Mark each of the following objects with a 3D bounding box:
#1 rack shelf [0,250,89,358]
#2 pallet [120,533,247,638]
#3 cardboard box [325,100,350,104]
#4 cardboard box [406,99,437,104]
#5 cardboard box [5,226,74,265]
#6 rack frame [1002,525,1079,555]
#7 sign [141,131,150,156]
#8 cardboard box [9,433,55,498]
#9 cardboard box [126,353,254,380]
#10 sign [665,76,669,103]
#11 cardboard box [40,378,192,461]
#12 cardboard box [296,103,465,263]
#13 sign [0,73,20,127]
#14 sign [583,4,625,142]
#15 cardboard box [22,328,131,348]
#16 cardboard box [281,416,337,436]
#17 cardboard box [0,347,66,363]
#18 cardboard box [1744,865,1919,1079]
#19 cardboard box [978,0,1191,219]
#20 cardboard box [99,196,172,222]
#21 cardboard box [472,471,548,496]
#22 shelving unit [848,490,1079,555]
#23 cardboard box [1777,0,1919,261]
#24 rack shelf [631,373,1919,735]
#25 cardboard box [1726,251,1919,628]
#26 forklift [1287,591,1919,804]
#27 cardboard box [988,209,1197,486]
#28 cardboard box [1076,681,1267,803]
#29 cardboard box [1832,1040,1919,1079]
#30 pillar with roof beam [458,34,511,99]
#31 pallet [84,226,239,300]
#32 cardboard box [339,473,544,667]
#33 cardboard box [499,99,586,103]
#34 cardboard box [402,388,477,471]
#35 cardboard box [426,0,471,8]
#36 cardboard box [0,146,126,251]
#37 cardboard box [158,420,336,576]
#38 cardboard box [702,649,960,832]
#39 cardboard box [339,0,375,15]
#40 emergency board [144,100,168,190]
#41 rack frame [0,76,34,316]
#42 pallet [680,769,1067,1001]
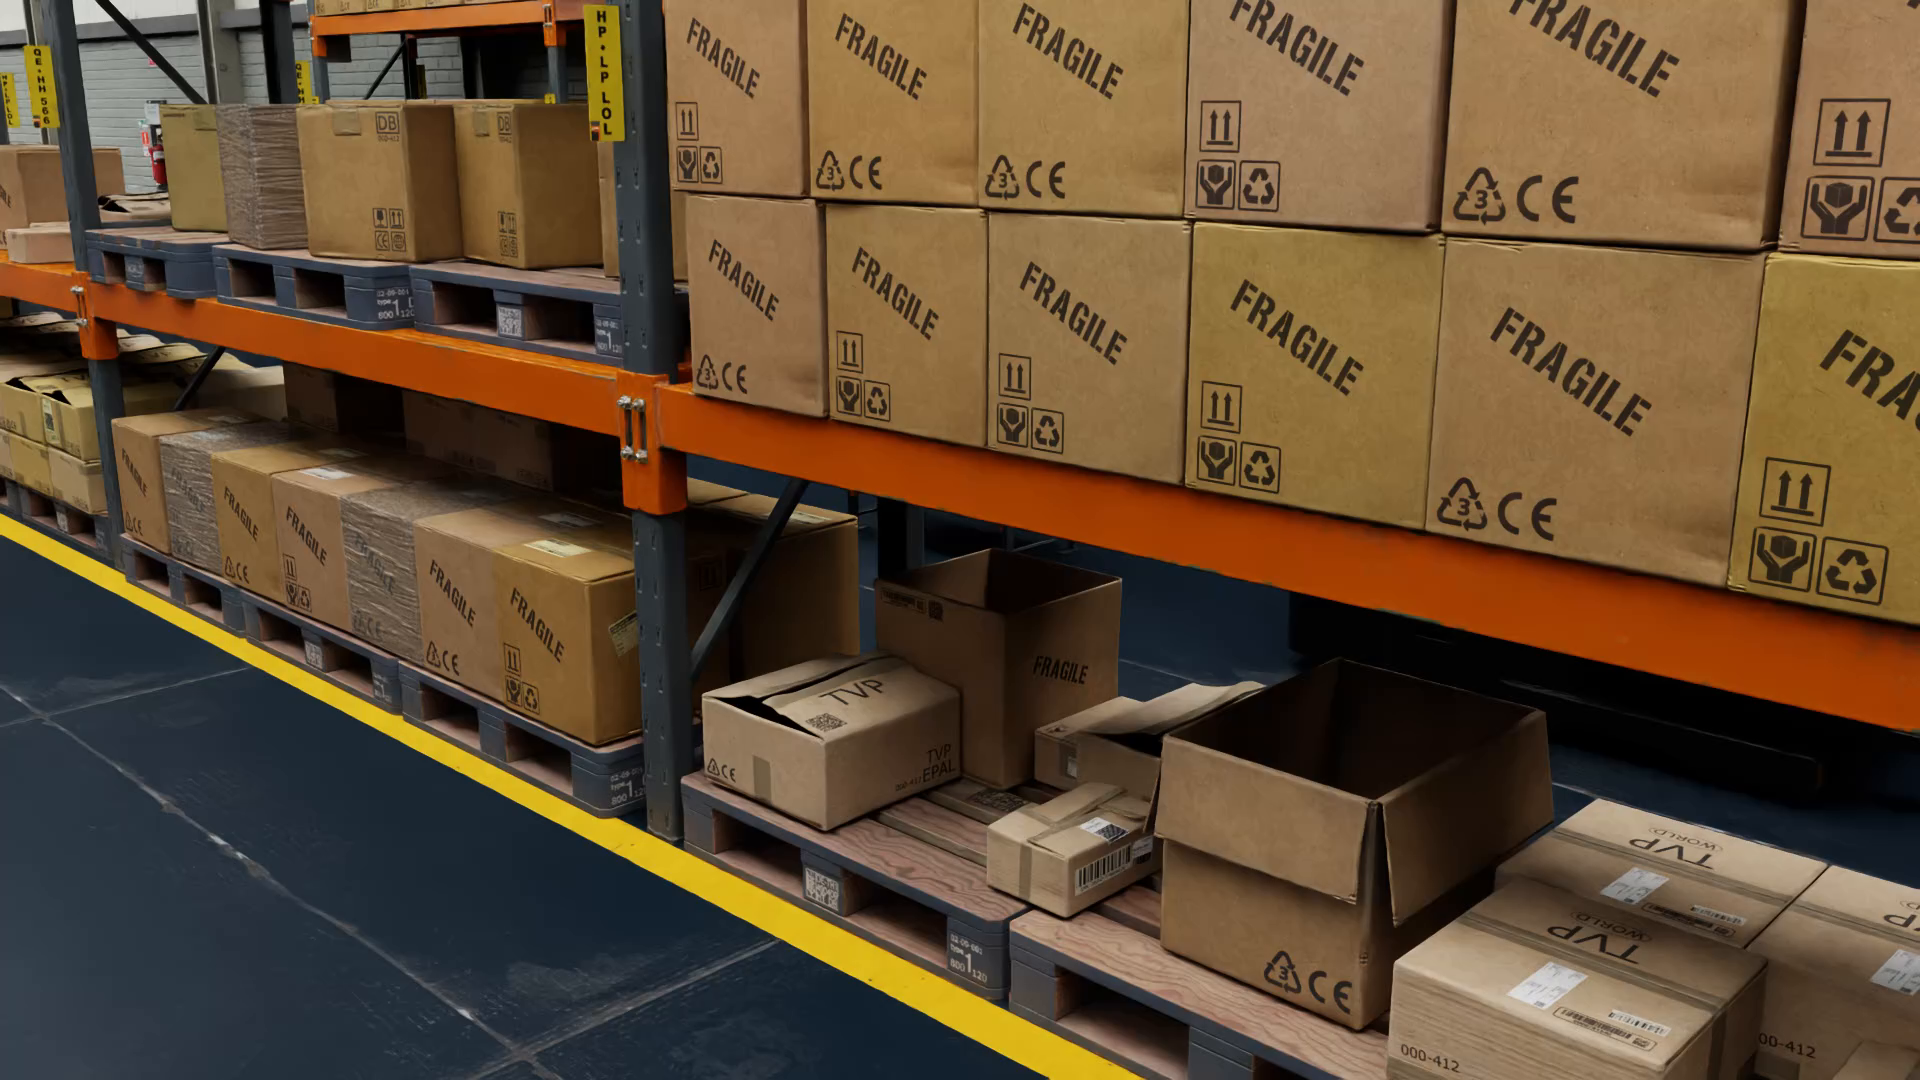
[{"bbox_3d":[-4.819,-1.400,8.783,4.000,0.370,1.077,14,20,42],"label":"rack shelf"},{"bbox_3d":[-2.868,0.089,7.172,1.213,0.211,1.003,14,20,42],"label":"pallet"},{"bbox_3d":[-5.567,-3.860,15.567,0.500,0.500,0.500,14,20,42],"label":"cardboard box"},{"bbox_3d":[-4.471,-3.592,14.538,0.500,0.500,0.500,-14,20,-42],"label":"cardboard box"},{"bbox_3d":[-4.218,-1.384,7.792,0.250,0.149,0.380,14,20,42],"label":"cardboard box"},{"bbox_3d":[0.371,-0.454,7.444,0.032,1.125,0.500,14,20,42],"label":"rack frame"},{"bbox_3d":[-10.996,-5.355,22.463,0.234,0.329,0.001,14,20,42],"label":"sign"},{"bbox_3d":[-4.301,-0.408,8.169,0.500,0.250,0.500,13,20,42],"label":"cardboard box"},{"bbox_3d":[-3.936,-0.777,8.475,0.500,0.311,0.500,13,19,41],"label":"cardboard box"},{"bbox_3d":[-2.440,-3.660,13.732,0.005,0.325,0.100,14,20,42],"label":"sign"},{"bbox_3d":[-3.927,-0.589,7.752,0.500,0.311,0.500,-14,20,-43],"label":"cardboard box"},{"bbox_3d":[-1.814,-1.248,5.740,0.500,0.500,0.700,8,17,28],"label":"cardboard box"},{"bbox_3d":[-5.889,-2.720,10.284,0.005,0.325,0.100,14,20,42],"label":"sign"},{"bbox_3d":[-0.882,-1.157,4.127,0.005,0.325,0.100,14,20,42],"label":"sign"},{"bbox_3d":[-5.032,-1.046,9.504,0.500,0.311,0.500,14,20,42],"label":"cardboard box"},{"bbox_3d":[-2.543,-0.280,7.144,0.500,0.500,0.500,-14,20,-42],"label":"cardboard box"},{"bbox_3d":[-5.026,-0.856,8.775,0.500,0.311,0.500,-14,20,-43],"label":"cardboard box"},{"bbox_3d":[1.826,0.886,3.165,0.500,0.250,0.500,14,20,42],"label":"cardboard box"},{"bbox_3d":[0.386,-0.916,3.319,0.500,0.500,0.500,13,19,41],"label":"cardboard box"},{"bbox_3d":[-3.611,-1.426,7.634,0.500,0.311,0.500,-13,19,-41],"label":"cardboard box"},{"bbox_3d":[-1.425,-0.010,6.108,0.500,0.500,0.500,14,20,43],"label":"cardboard box"},{"bbox_3d":[0.005,-0.543,7.786,1.048,1.125,0.538,14,20,42],"label":"shelving unit"},{"bbox_3d":[1.504,-0.646,2.283,0.500,0.500,0.500,-14,20,-43],"label":"cardboard box"},{"bbox_3d":[0.940,0.000,3.409,4.000,0.370,1.077,14,20,42],"label":"rack shelf"},{"bbox_3d":[1.493,-0.165,2.420,0.500,0.500,0.500,14,20,43],"label":"cardboard box"},{"bbox_3d":[2.619,-0.784,5.130,3.031,2.935,1.130,14,20,42],"label":"forklift"},{"bbox_3d":[0.408,-0.431,3.438,0.500,0.500,0.500,14,20,42],"label":"cardboard box"},{"bbox_3d":[0.647,0.570,4.257,0.500,0.311,0.500,14,20,42],"label":"cardboard box"},{"bbox_3d":[1.589,1.023,2.805,0.250,0.166,0.380,14,20,42],"label":"cardboard box"},{"bbox_3d":[-7.586,-5.854,12.552,0.400,9.000,9.100,14,20,42],"label":"pillar with roof beam"},{"bbox_3d":[-2.842,-1.199,6.966,1.003,0.211,1.213,14,20,42],"label":"pallet"},{"bbox_3d":[-1.764,0.089,5.728,0.500,0.500,0.500,14,20,43],"label":"cardboard box"},{"bbox_3d":[-3.378,-3.324,13.512,0.500,0.500,0.500,14,20,42],"label":"cardboard box"},{"bbox_3d":[-1.760,-0.456,6.330,0.500,0.250,0.500,13,20,41],"label":"cardboard box"},{"bbox_3d":[-4.138,-4.732,13.957,0.500,0.500,0.500,13,19,40],"label":"cardboard box"},{"bbox_3d":[-4.598,-1.737,8.452,0.500,0.500,0.500,12,19,39],"label":"cardboard box"},{"bbox_3d":[-2.869,-0.179,6.756,0.500,0.500,0.500,13,19,40],"label":"cardboard box"},{"bbox_3d":[-0.347,0.503,4.513,0.500,0.311,0.500,14,20,42],"label":"cardboard box"},{"bbox_3d":[-5.273,-5.003,14.998,0.500,0.500,0.500,-13,19,-41],"label":"cardboard box"},{"bbox_3d":[-10.670,-5.222,22.024,0.643,1.169,0.194,14,20,42],"label":"emergency board"},{"bbox_3d":[-6.259,-2.098,10.035,0.127,3.000,1.000,14,20,42],"label":"rack frame"},{"bbox_3d":[-0.006,0.772,4.551,1.213,0.211,1.003,14,20,42],"label":"pallet"}]
